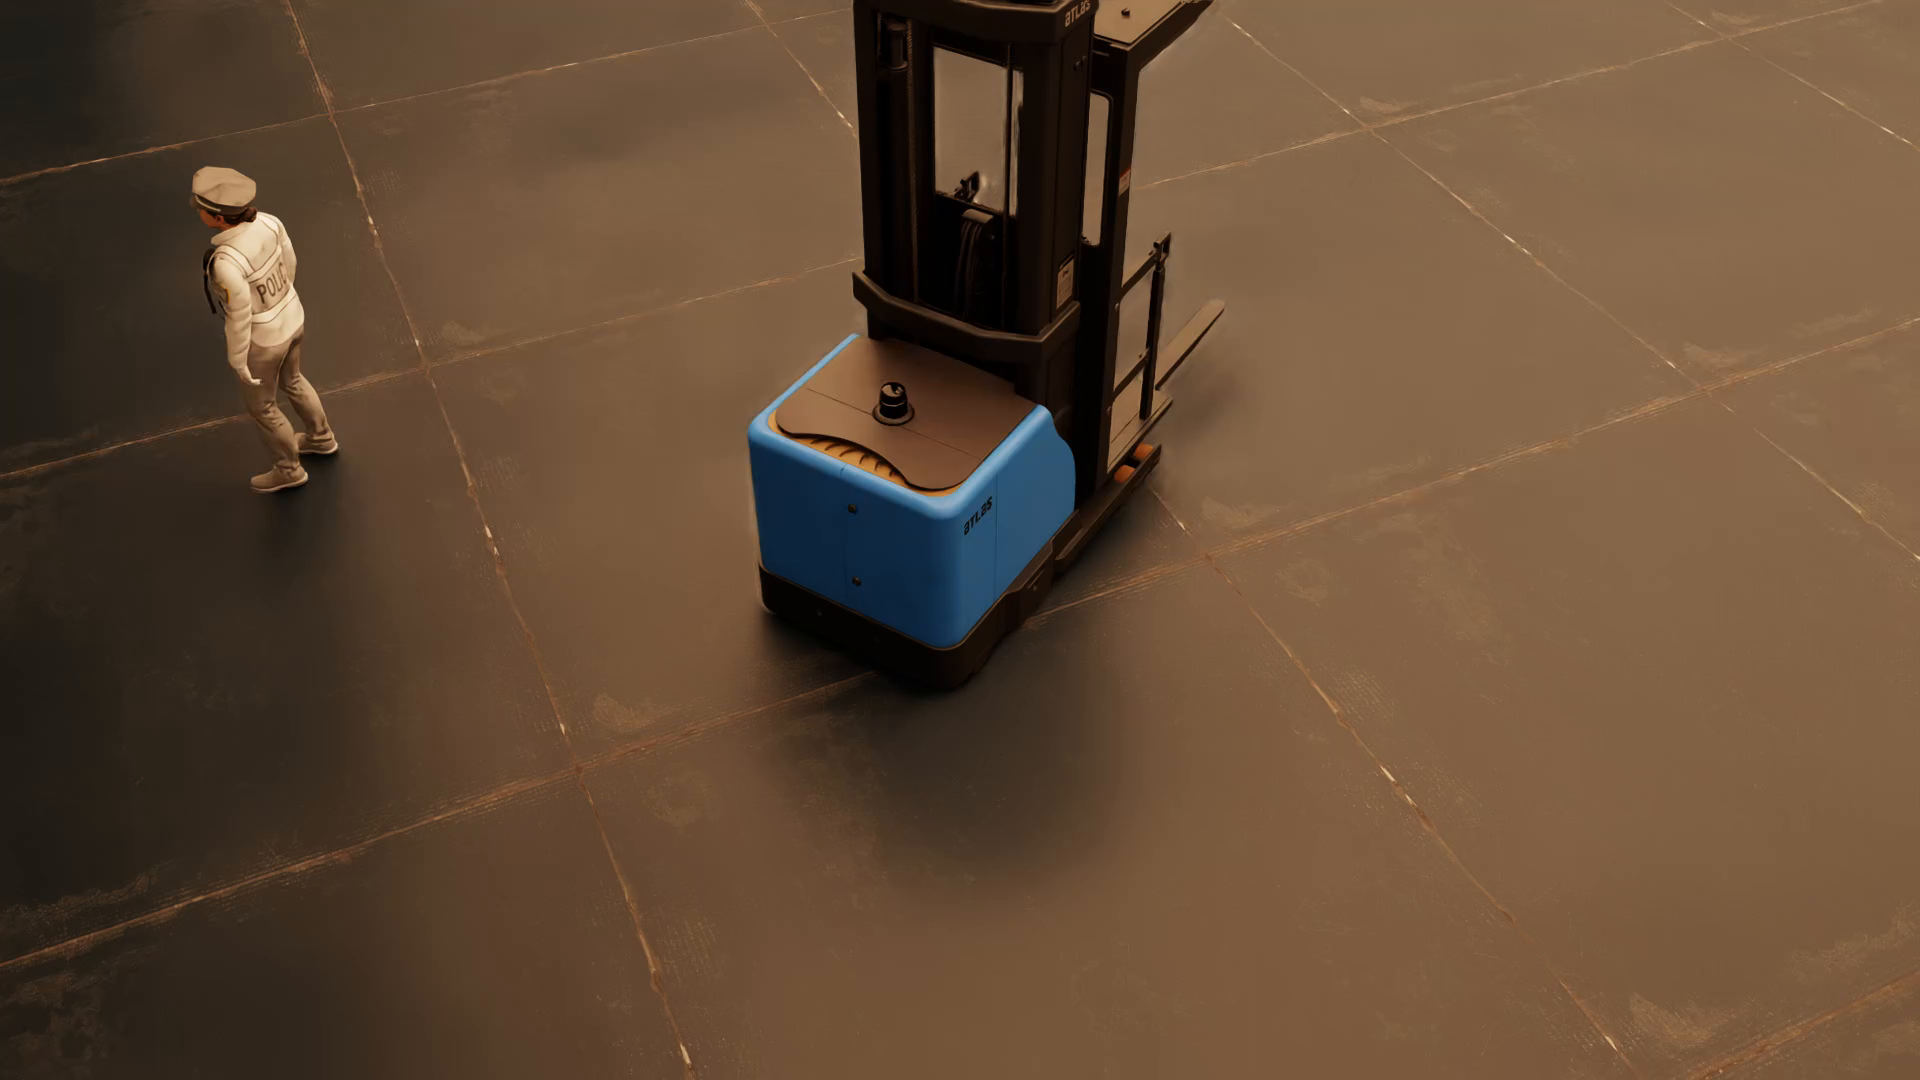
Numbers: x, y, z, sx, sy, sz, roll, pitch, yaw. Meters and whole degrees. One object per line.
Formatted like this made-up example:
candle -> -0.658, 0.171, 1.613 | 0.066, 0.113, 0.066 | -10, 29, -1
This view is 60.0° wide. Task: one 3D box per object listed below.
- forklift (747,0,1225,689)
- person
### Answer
forklift -> 0.324, -1.425, 7.207 | 1.130, 2.935, 3.031 | 23, 48, 23
person -> -3.223, -0.953, 7.626 | 0.446, 1.710, 0.569 | 8, 44, 8
